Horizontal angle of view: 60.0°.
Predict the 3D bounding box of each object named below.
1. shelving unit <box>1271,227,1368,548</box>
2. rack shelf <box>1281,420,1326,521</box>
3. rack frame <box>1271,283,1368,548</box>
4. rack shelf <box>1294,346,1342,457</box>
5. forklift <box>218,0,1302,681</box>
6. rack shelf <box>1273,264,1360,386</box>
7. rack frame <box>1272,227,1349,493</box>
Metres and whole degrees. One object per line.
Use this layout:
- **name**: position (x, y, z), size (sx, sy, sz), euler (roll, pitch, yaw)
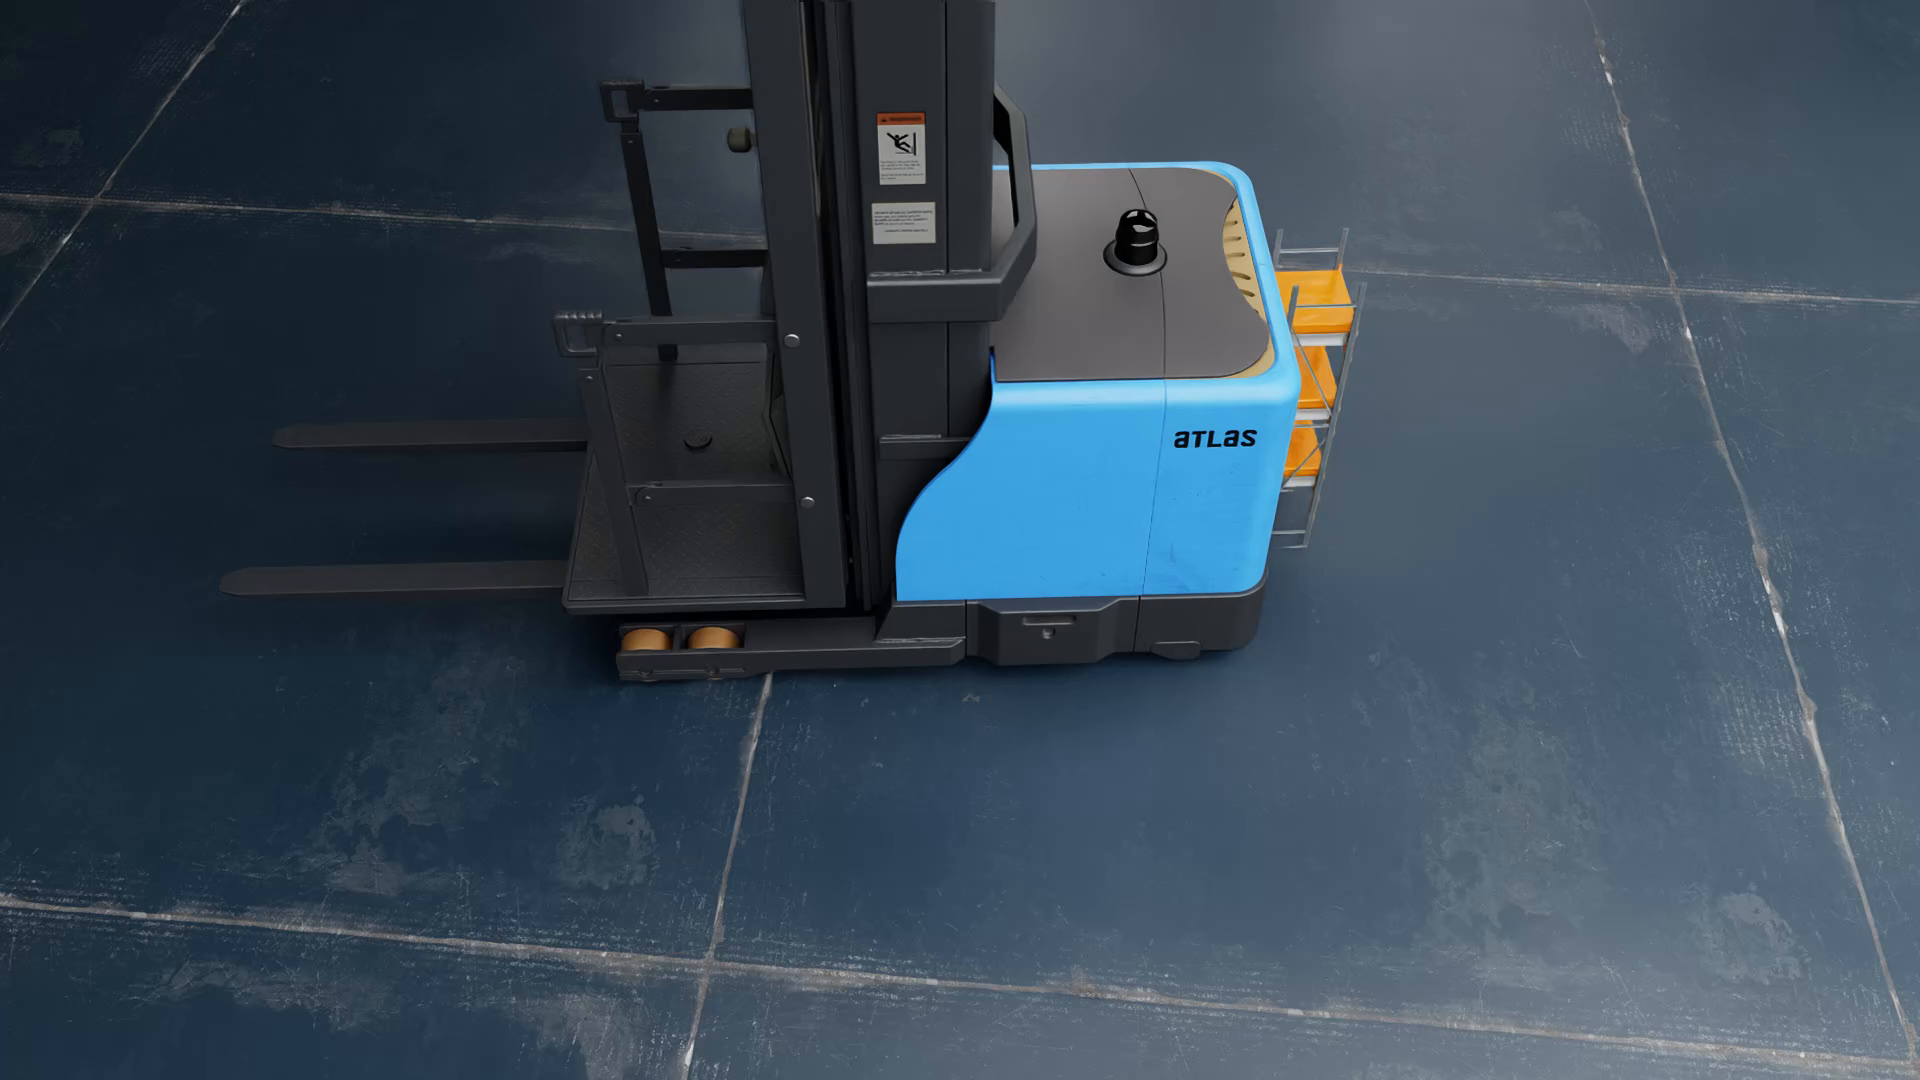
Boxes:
- **shelving unit**: position (0.986, -0.419, 4.922), size (0.215, 1.050, 0.252), euler (-2, 48, -2)
- **rack shelf**: position (0.986, -0.224, 5.135), size (0.215, 0.259, 0.240), euler (-2, 48, -2)
- **rack frame**: position (0.991, -0.329, 4.839), size (0.200, 1.050, 0.008), euler (-2, 48, -2)
- **rack shelf**: position (0.986, -0.412, 4.929), size (0.215, 0.259, 0.240), euler (-2, 48, -2)
- **forklift**: position (-0.647, -0.974, 4.154), size (3.031, 2.935, 1.130), euler (-1, 48, -1)
- **rack shelf**: position (0.986, -0.603, 4.720), size (0.215, 0.259, 0.240), euler (-2, 48, -2)
- **rack frame**: position (0.980, -0.509, 5.004), size (0.200, 1.050, 0.008), euler (-2, 48, -2)
